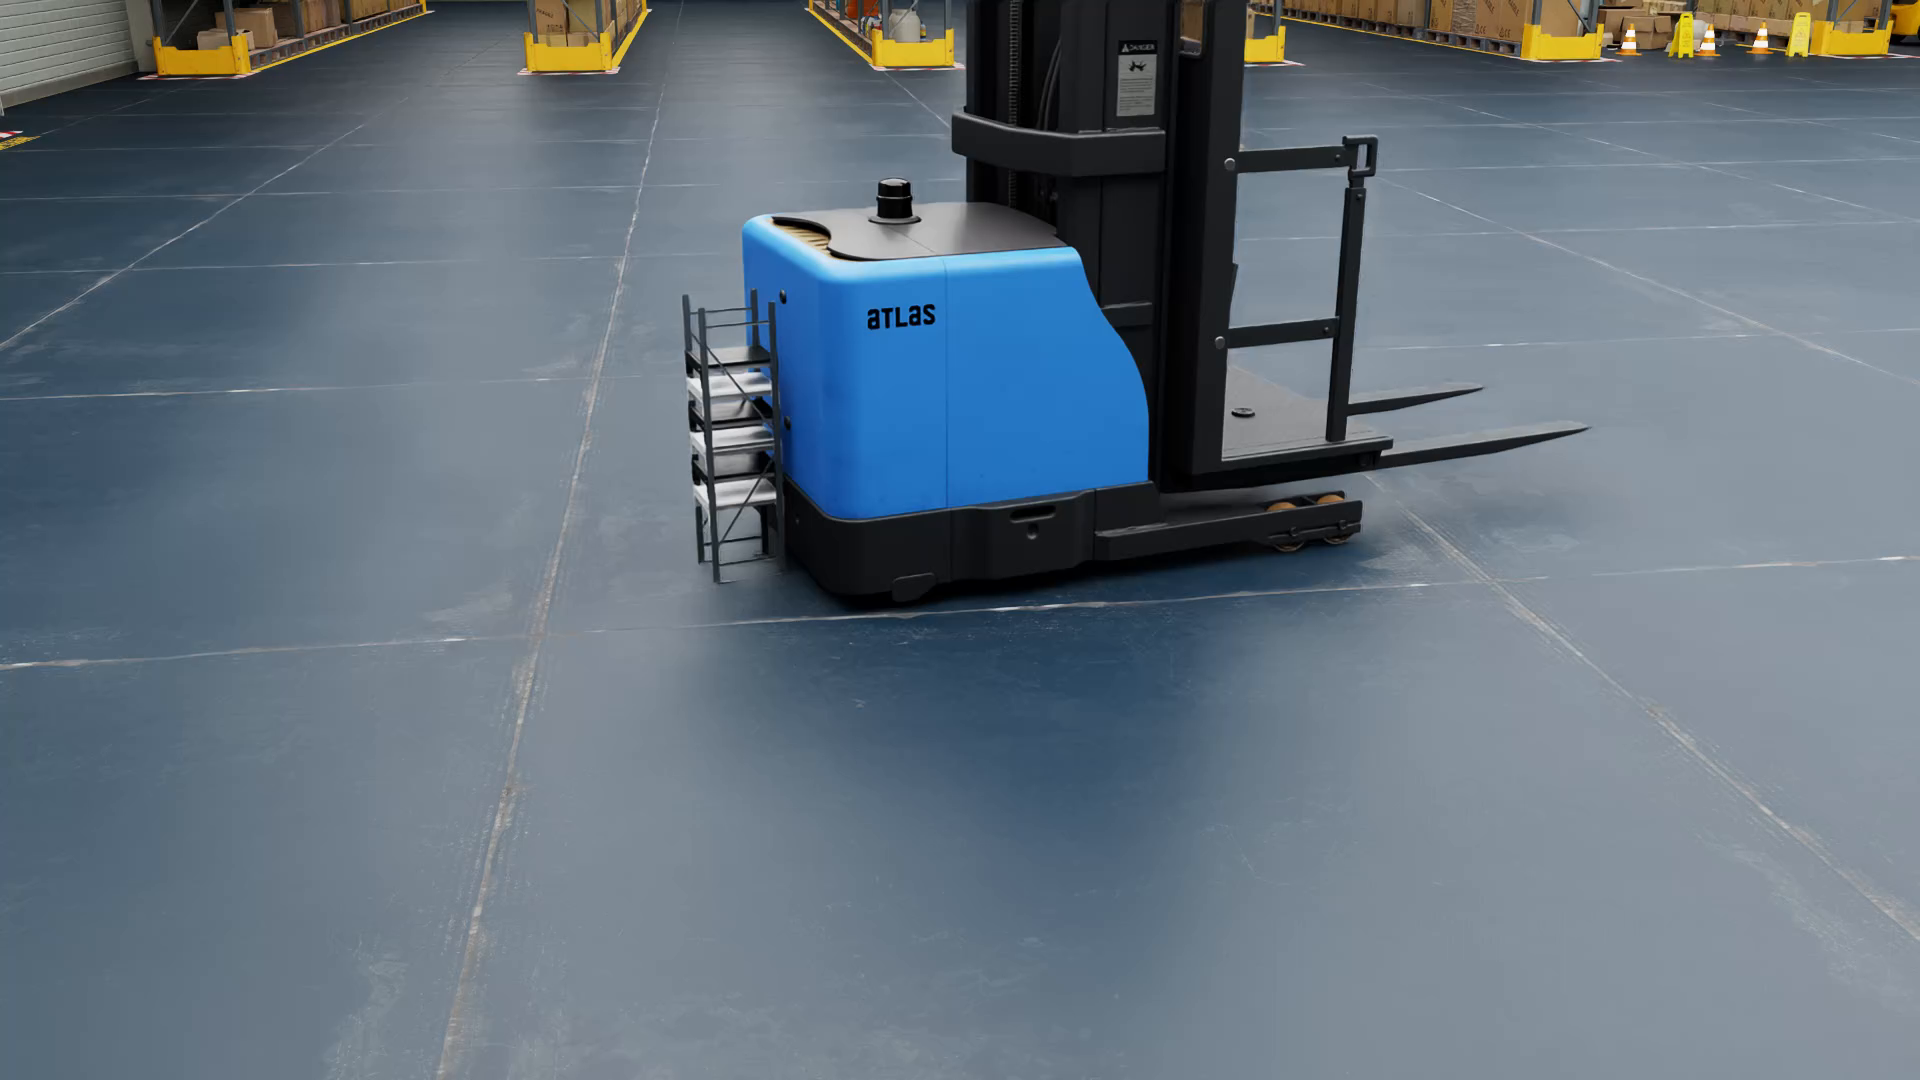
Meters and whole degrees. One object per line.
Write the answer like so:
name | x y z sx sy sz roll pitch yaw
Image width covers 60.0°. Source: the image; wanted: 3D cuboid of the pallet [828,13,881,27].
pallet | -2.110 -10.488 33.494 1.003 0.211 1.213 -3 21 -8

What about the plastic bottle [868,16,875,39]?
plastic bottle | -1.385 -8.104 26.285 0.144 0.351 0.185 -2 21 -6

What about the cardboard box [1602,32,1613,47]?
cardboard box | 10.689 -8.399 27.823 0.396 0.266 0.258 1 20 2

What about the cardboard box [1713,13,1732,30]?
cardboard box | 13.408 -8.973 28.782 0.500 0.250 0.500 -2 21 -5

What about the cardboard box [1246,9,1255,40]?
cardboard box | 4.199 -7.824 25.350 0.500 0.500 0.500 1 20 2

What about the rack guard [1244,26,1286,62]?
rack guard | 4.261 -7.437 24.913 1.175 0.500 0.348 -3 21 -8

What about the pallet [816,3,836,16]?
pallet | -2.682 -11.856 37.158 1.003 0.211 1.213 -3 21 -8

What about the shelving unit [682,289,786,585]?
shelving unit | -0.717 -0.327 5.306 0.258 0.900 0.210 -8 22 -21

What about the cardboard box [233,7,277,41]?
cardboard box | -10.820 -7.895 25.510 0.500 0.500 0.500 -4 21 -12

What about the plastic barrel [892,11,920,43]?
plastic barrel | -0.799 -7.587 24.698 0.421 0.512 0.421 0 20 0

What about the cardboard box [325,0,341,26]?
cardboard box | -11.430 -9.390 29.515 0.700 0.500 0.500 -3 21 -7

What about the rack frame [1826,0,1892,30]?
rack frame | 14.079 -9.081 25.744 1.000 3.000 0.127 -3 21 -8

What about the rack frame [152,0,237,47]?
rack frame | -10.433 -7.832 22.399 1.000 3.000 0.127 -3 21 -8

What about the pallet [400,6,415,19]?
pallet | -12.374 -11.371 35.860 1.003 0.211 1.213 -3 21 -8

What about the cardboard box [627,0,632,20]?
cardboard box | -6.467 -10.060 31.308 0.500 0.500 0.500 -2 21 -5

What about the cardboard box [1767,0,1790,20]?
cardboard box | 13.627 -8.786 27.211 0.500 0.500 0.500 -2 21 -6

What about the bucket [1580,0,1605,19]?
bucket | 10.919 -9.429 29.181 0.726 0.611 0.620 4 11 11

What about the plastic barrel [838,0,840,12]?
plastic barrel | -2.195 -11.266 33.991 0.600 0.901 0.708 -3 21 -8

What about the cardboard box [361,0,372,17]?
cardboard box | -11.682 -10.356 31.630 0.750 0.750 0.750 -3 21 -8

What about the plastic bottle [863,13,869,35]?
plastic bottle | -1.500 -8.381 27.027 0.144 0.351 0.185 -2 21 -6

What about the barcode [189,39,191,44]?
barcode | -10.842 -7.013 23.407 0.001 0.075 0.075 -3 21 -8

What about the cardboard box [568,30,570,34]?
cardboard box | -5.985 -7.335 24.398 0.500 0.250 0.500 -3 21 -8

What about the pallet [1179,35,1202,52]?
pallet | 4.007 -8.006 26.850 1.003 0.211 1.213 -3 21 -8

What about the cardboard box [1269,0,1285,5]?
cardboard box | 7.072 -11.931 36.848 0.380 0.149 0.250 -3 21 -7

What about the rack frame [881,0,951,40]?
rack frame | -0.629 -8.332 23.736 1.000 3.000 0.127 -3 21 -8

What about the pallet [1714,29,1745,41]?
pallet | 13.634 -8.929 29.322 1.003 0.211 1.213 -3 21 -8

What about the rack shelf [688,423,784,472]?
rack shelf | -0.717 -0.296 5.317 0.258 0.077 0.200 -8 22 -21

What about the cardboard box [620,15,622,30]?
cardboard box | -6.070 -8.885 28.548 0.500 0.250 0.500 -4 21 -9

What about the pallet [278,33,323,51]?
pallet | -11.123 -8.180 27.316 1.003 0.211 1.213 -3 21 -8

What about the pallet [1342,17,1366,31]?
pallet | 8.081 -9.983 32.144 1.003 0.211 1.213 -3 21 -8

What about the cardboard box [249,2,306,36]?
cardboard box | -11.132 -8.506 27.147 0.700 0.500 0.500 -2 21 -6

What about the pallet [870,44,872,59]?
pallet | -0.798 -7.331 25.042 1.003 0.211 1.213 -3 21 -8

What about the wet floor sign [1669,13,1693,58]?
wet floor sign | 11.159 -7.784 25.634 0.267 0.644 0.232 -7 21 -17

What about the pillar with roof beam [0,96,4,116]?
pillar with roof beam | -6.264 -8.981 16.900 9.100 9.000 0.400 -3 21 -8

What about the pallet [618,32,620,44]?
pallet | -6.253 -8.415 27.945 1.003 0.211 1.213 -3 21 -8

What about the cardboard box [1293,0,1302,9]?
cardboard box | 7.387 -11.525 35.258 0.500 0.500 0.500 -2 21 -5

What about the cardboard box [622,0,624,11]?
cardboard box | -6.214 -9.501 29.395 0.500 0.311 0.500 -3 21 -8

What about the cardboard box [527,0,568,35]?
cardboard box | -5.903 -7.514 23.804 0.500 0.500 0.500 -3 21 -8

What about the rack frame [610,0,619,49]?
rack frame | -6.108 -9.468 26.779 1.000 3.000 0.127 -3 21 -8

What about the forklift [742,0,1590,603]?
forklift | 0.827 -1.494 5.528 3.031 2.935 1.130 -8 22 -21

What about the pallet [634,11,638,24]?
pallet | -7.106 -10.652 33.934 1.003 0.211 1.213 -3 21 -8

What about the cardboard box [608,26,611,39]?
cardboard box | -5.603 -7.708 25.397 0.500 0.250 0.500 -3 21 -8

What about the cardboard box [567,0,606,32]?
cardboard box | -5.462 -7.713 24.338 0.500 0.500 0.500 -3 21 -8

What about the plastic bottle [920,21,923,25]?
plastic bottle | -0.596 -7.988 26.070 0.061 0.283 0.133 -3 21 -7

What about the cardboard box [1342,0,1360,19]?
cardboard box | 8.041 -10.494 32.141 1.050 0.750 0.750 -3 21 -8

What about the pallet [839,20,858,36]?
pallet | -1.709 -9.525 30.917 1.003 0.211 1.213 -3 21 -8

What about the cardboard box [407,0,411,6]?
cardboard box | -12.467 -11.987 36.495 0.700 0.500 0.500 -3 21 -8

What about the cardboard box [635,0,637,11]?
cardboard box | -6.906 -11.117 34.137 0.500 0.500 0.500 -3 21 -8

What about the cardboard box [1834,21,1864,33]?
cardboard box | 14.236 -8.283 26.936 0.500 0.250 0.500 -3 21 -8
